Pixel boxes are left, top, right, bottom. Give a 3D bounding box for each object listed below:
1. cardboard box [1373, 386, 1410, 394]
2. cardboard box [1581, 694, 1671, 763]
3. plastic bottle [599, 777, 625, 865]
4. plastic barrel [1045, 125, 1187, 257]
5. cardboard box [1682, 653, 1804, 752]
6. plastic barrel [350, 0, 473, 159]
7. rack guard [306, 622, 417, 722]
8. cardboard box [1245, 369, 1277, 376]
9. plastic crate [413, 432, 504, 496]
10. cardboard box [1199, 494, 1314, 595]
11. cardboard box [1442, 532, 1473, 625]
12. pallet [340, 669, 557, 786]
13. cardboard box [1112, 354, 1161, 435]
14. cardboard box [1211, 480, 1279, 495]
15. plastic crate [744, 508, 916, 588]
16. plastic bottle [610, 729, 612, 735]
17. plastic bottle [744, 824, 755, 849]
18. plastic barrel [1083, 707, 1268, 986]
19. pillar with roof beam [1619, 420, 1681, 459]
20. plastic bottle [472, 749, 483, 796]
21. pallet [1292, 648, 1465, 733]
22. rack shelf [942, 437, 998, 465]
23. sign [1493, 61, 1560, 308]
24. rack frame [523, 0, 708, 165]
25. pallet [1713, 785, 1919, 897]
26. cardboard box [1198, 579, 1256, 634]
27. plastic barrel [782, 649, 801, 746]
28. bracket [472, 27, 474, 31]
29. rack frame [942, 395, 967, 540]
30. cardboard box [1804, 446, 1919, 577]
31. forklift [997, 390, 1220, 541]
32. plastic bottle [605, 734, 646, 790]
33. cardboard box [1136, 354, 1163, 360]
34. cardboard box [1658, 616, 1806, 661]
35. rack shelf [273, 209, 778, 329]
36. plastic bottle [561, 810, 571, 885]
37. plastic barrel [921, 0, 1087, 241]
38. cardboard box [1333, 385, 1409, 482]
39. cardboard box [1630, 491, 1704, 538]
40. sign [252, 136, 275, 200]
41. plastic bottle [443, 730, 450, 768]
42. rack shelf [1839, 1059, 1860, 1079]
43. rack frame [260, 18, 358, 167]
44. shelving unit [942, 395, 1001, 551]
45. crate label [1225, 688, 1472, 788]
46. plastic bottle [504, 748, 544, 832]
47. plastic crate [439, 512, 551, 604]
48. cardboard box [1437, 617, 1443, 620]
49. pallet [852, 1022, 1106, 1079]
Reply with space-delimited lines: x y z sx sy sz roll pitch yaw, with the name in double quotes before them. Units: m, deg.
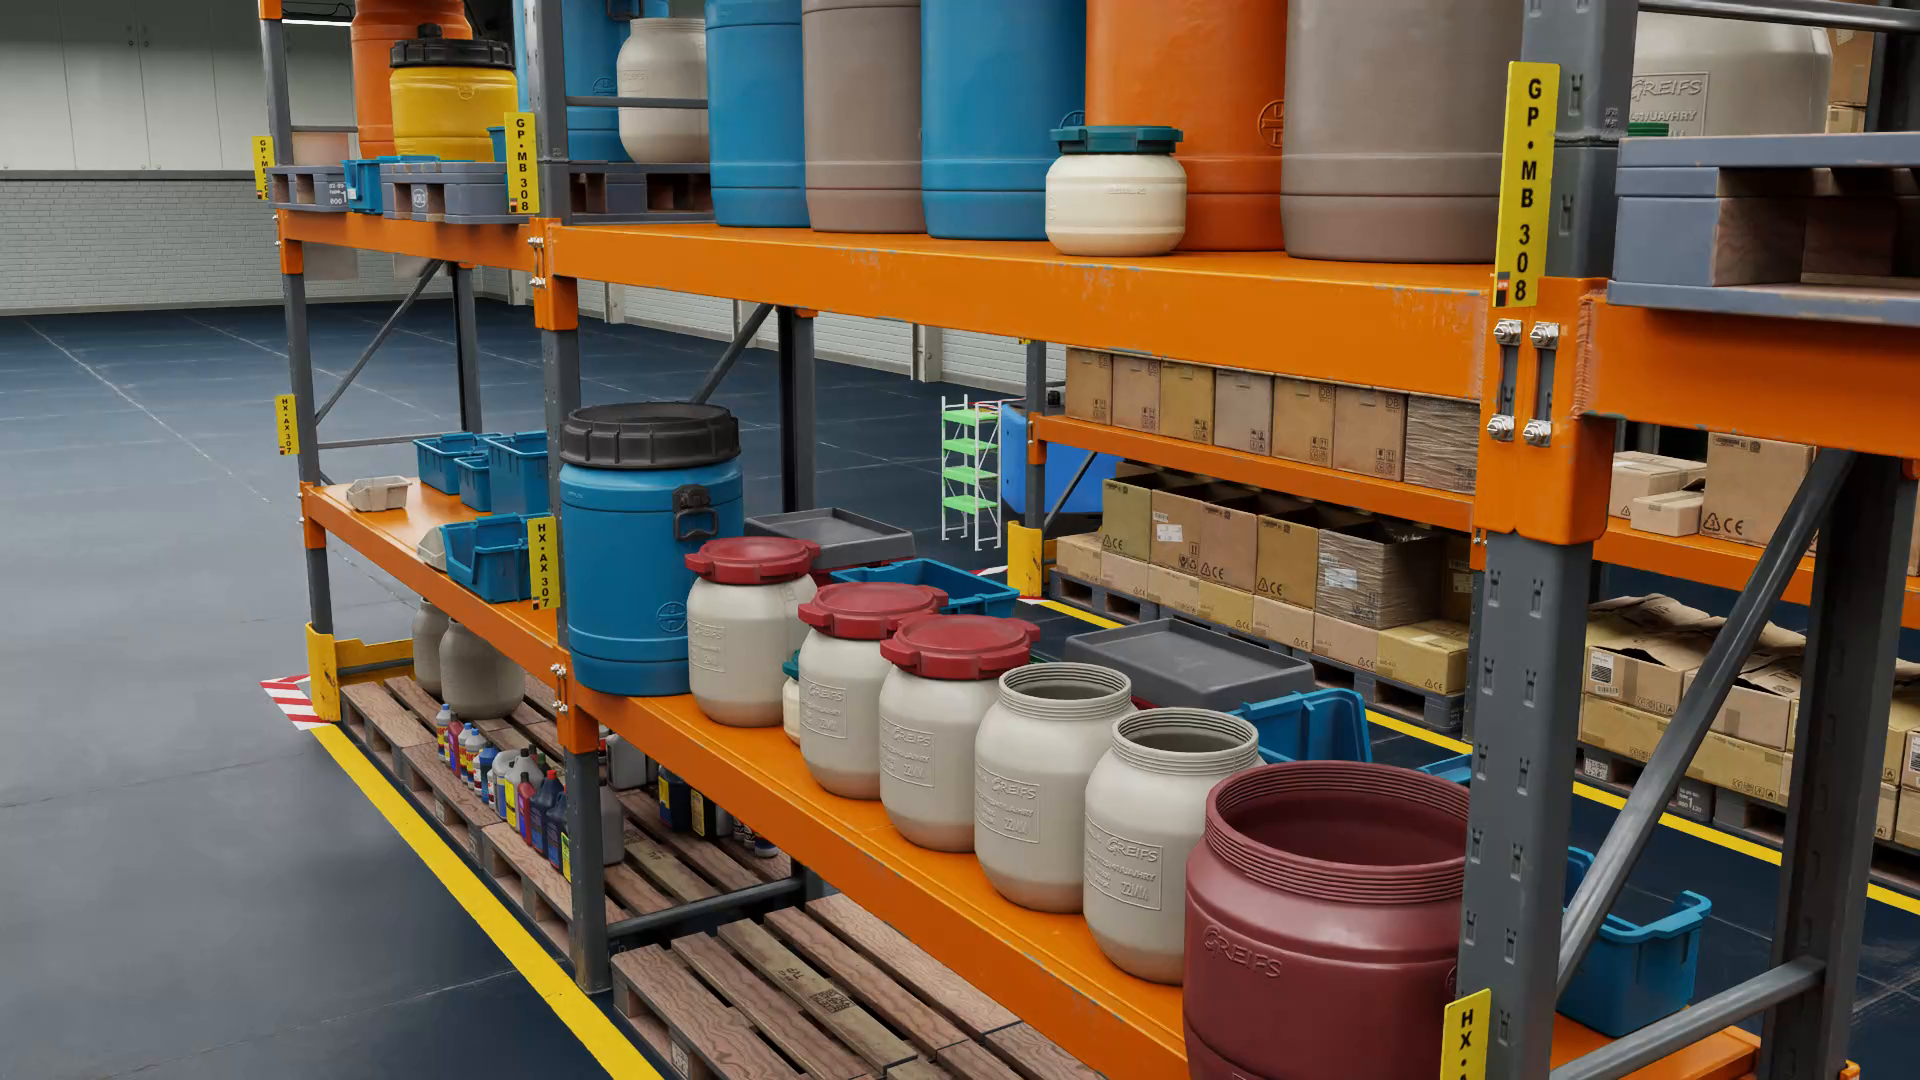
"cardboard box" 2.524 -0.910 9.250 0.380 0.149 0.250 -9 15 -34
"cardboard box" 3.435 0.899 8.181 0.500 0.250 0.500 -8 14 -31
"plastic bottle" -1.467 1.136 6.815 0.144 0.351 0.185 -8 15 -33
"plastic barrel" 0.327 -0.730 3.482 0.301 0.262 0.301 0 12 0
"cardboard box" 3.718 0.718 7.699 0.500 0.311 0.500 -9 15 -35
"plastic barrel" -2.831 -2.366 8.648 0.600 0.830 0.708 -8 15 -33
"rack guard" -3.125 0.672 9.617 1.175 0.500 0.348 -8 15 -33
"cardboard box" 1.954 -1.093 10.084 0.380 0.149 0.250 -8 14 -31
"plastic crate" -2.680 -0.430 9.157 0.499 0.251 0.616 -8 15 -33
"cardboard box" 1.860 0.018 10.455 0.500 0.500 0.500 -8 15 -33
"cardboard box" 3.139 0.221 9.526 0.500 0.500 0.500 -8 15 -33
"pallet" -2.680 0.959 8.984 1.003 0.211 1.213 -8 15 -33
"cardboard box" 1.462 -1.014 11.242 0.700 0.500 0.500 -8 14 -31
"cardboard box" 2.030 -0.134 11.152 0.500 0.500 0.500 -8 15 -33
"plastic crate" -0.467 0.173 5.898 0.402 0.464 0.583 -8 15 -33
"plastic bottle" -1.630 0.906 8.041 0.152 0.276 0.135 -9 15 -34
"plastic bottle" -0.858 1.180 6.964 0.097 0.201 0.097 0 12 0
"plastic barrel" 0.478 0.654 3.589 0.421 0.512 0.421 0 12 0
"pillar with roof beam" 2.565 -4.128 11.676 9.100 9.000 0.400 -8 15 -33
"plastic bottle" -2.161 1.051 7.554 0.097 0.201 0.097 0 12 0
"pallet" 2.730 0.785 9.778 1.003 0.211 1.213 -8 15 -33
"rack shelf" 0.092 -0.729 13.561 0.258 0.148 0.480 -8 15 -33
"sign" 0.772 -0.482 2.267 0.100 0.325 0.005 -8 15 -33
"rack frame" -0.990 -2.776 5.492 1.000 3.000 0.127 -8 15 -33
"pallet" 4.256 1.275 7.538 1.003 0.211 1.213 -8 15 -33
"cardboard box" 1.861 0.384 10.536 0.500 0.250 0.500 -8 15 -33
"plastic barrel" -0.385 0.476 4.988 0.301 0.262 0.301 0 12 0
"bracket" -11.984 -12.080 39.612 0.076 0.066 3.189 -8 15 -33
"rack frame" -0.043 -0.600 13.797 0.240 1.200 0.015 -8 15 -33
"cardboard box" 4.117 -0.158 7.331 0.500 0.500 0.500 -8 15 -33
"forklift" 1.877 -1.490 13.817 3.031 2.935 1.130 -2 12 -8
"plastic bottle" -1.542 0.991 7.657 0.152 0.276 0.135 -8 15 -33
"cardboard box" 1.381 -1.276 10.925 0.380 0.149 0.250 -8 15 -34
"cardboard box" 3.892 0.563 8.406 0.500 0.311 0.500 -8 14 -31
"rack shelf" -2.098 -1.315 7.516 1.077 0.370 4.000 -8 15 -33
"plastic bottle" -1.531 1.220 6.589 0.061 0.283 0.133 -7 14 -30
"plastic barrel" 0.197 -1.258 4.399 0.600 0.901 0.708 -8 15 -33
"cardboard box" 2.587 -0.651 9.583 0.700 0.500 0.500 -8 15 -33
"cardboard box" 3.456 -0.126 8.006 0.380 0.149 0.250 -8 15 -33
"sign" -3.667 -1.962 8.770 0.100 0.325 0.005 -8 15 -33
"plastic bottle" -2.404 0.973 7.911 0.097 0.201 0.097 0 12 0
"rack shelf" 2.334 1.573 1.330 1.077 0.370 4.000 -8 15 -33
"rack frame" -3.206 -3.487 8.745 1.000 3.000 0.127 -8 15 -33
"shelving unit" 0.092 -0.557 13.599 0.258 1.200 0.503 -8 15 -33
"crate label" 0.901 0.640 3.830 0.502 0.435 0.616 -8 15 -33
"plastic bottle" -1.872 1.062 7.155 0.144 0.351 0.185 -8 15 -33
"plastic crate" -1.829 0.063 6.902 0.499 0.251 0.616 -8 15 -33
"cardboard box" 2.858 0.499 10.010 0.500 0.250 0.500 -8 15 -33
"pallet" 0.157 1.869 4.820 1.003 0.211 1.213 -8 15 -33
